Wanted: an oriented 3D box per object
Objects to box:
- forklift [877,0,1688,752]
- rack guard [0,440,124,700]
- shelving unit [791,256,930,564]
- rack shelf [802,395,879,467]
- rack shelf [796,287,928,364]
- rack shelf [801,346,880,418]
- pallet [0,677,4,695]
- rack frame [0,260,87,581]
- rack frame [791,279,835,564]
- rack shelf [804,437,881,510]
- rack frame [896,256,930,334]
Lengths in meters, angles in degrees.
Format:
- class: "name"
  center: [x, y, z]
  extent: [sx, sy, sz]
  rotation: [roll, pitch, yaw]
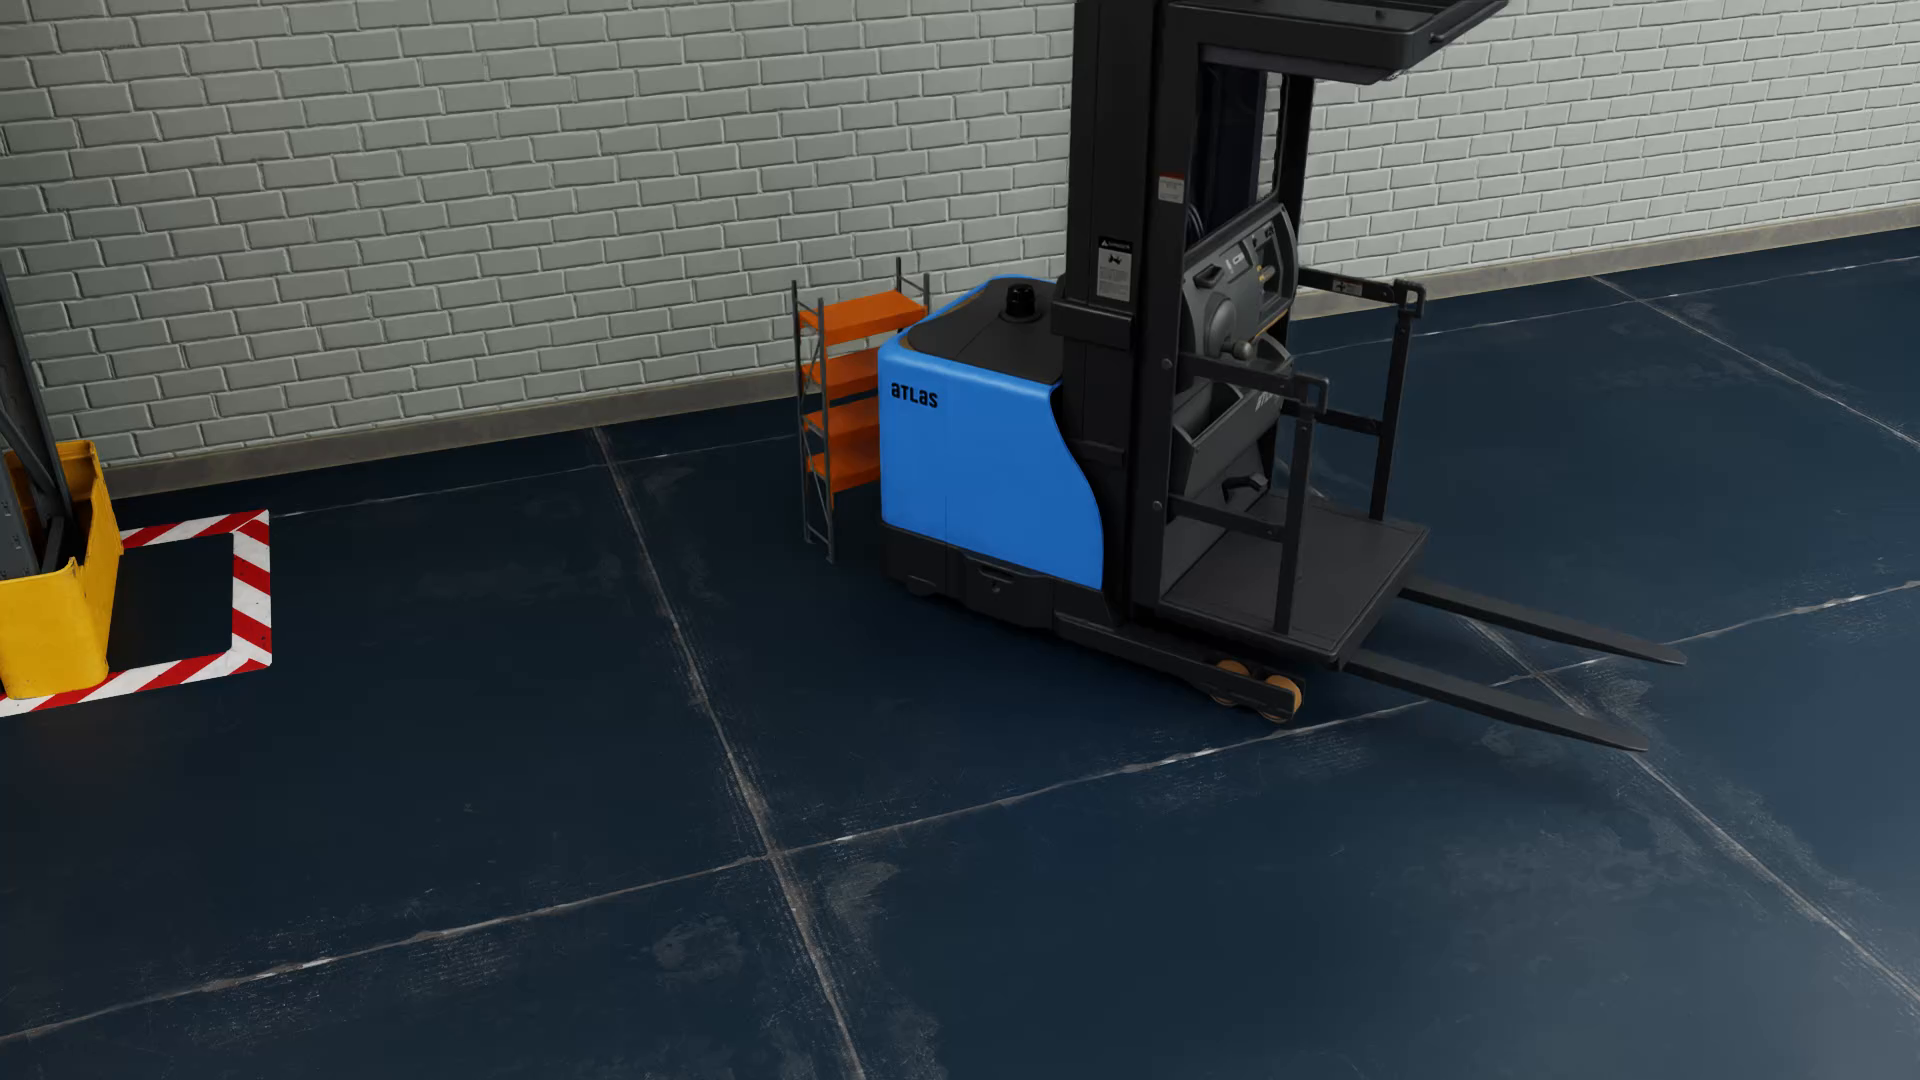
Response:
- class: "forklift"
  center: [1.187, -0.909, 5.884]
  extent: [3.031, 2.935, 1.130]
  rotation: [17, 34, 27]
- class: "rack guard"
  center: [-3.595, 0.089, 6.588]
  extent: [0.348, 0.500, 1.175]
  rotation: [-10, 31, -18]
- class: "shelving unit"
  center: [-0.400, -0.537, 6.981]
  extent: [0.503, 1.200, 0.258]
  rotation: [-18, 34, -28]
- class: "rack shelf"
  center: [-0.400, -0.479, 7.014]
  extent: [0.480, 0.148, 0.258]
  rotation: [-18, 34, -28]
- class: "rack shelf"
  center: [-0.400, -0.879, 6.786]
  extent: [0.480, 0.148, 0.258]
  rotation: [-18, 34, -28]
- class: "rack shelf"
  center: [-0.400, -0.673, 6.904]
  extent: [0.480, 0.148, 0.258]
  rotation: [-18, 34, -28]
- class: "pallet"
  center: [-4.320, 0.370, 6.387]
  extent: [1.213, 0.211, 1.003]
  rotation: [-10, 31, -18]
- class: "rack frame"
  center: [-3.617, -0.993, 5.962]
  extent: [0.127, 3.000, 1.000]
  rotation: [-10, 31, -18]
- class: "rack frame"
  center: [-0.605, -0.472, 6.866]
  extent: [0.015, 1.200, 0.240]
  rotation: [-18, 34, -28]
- class: "rack shelf"
  center: [-0.400, -0.306, 7.113]
  extent: [0.480, 0.148, 0.258]
  rotation: [-18, 34, -28]
- class: "rack frame"
  center: [-0.195, -0.603, 7.096]
  extent: [0.015, 1.200, 0.240]
  rotation: [-18, 34, -28]
